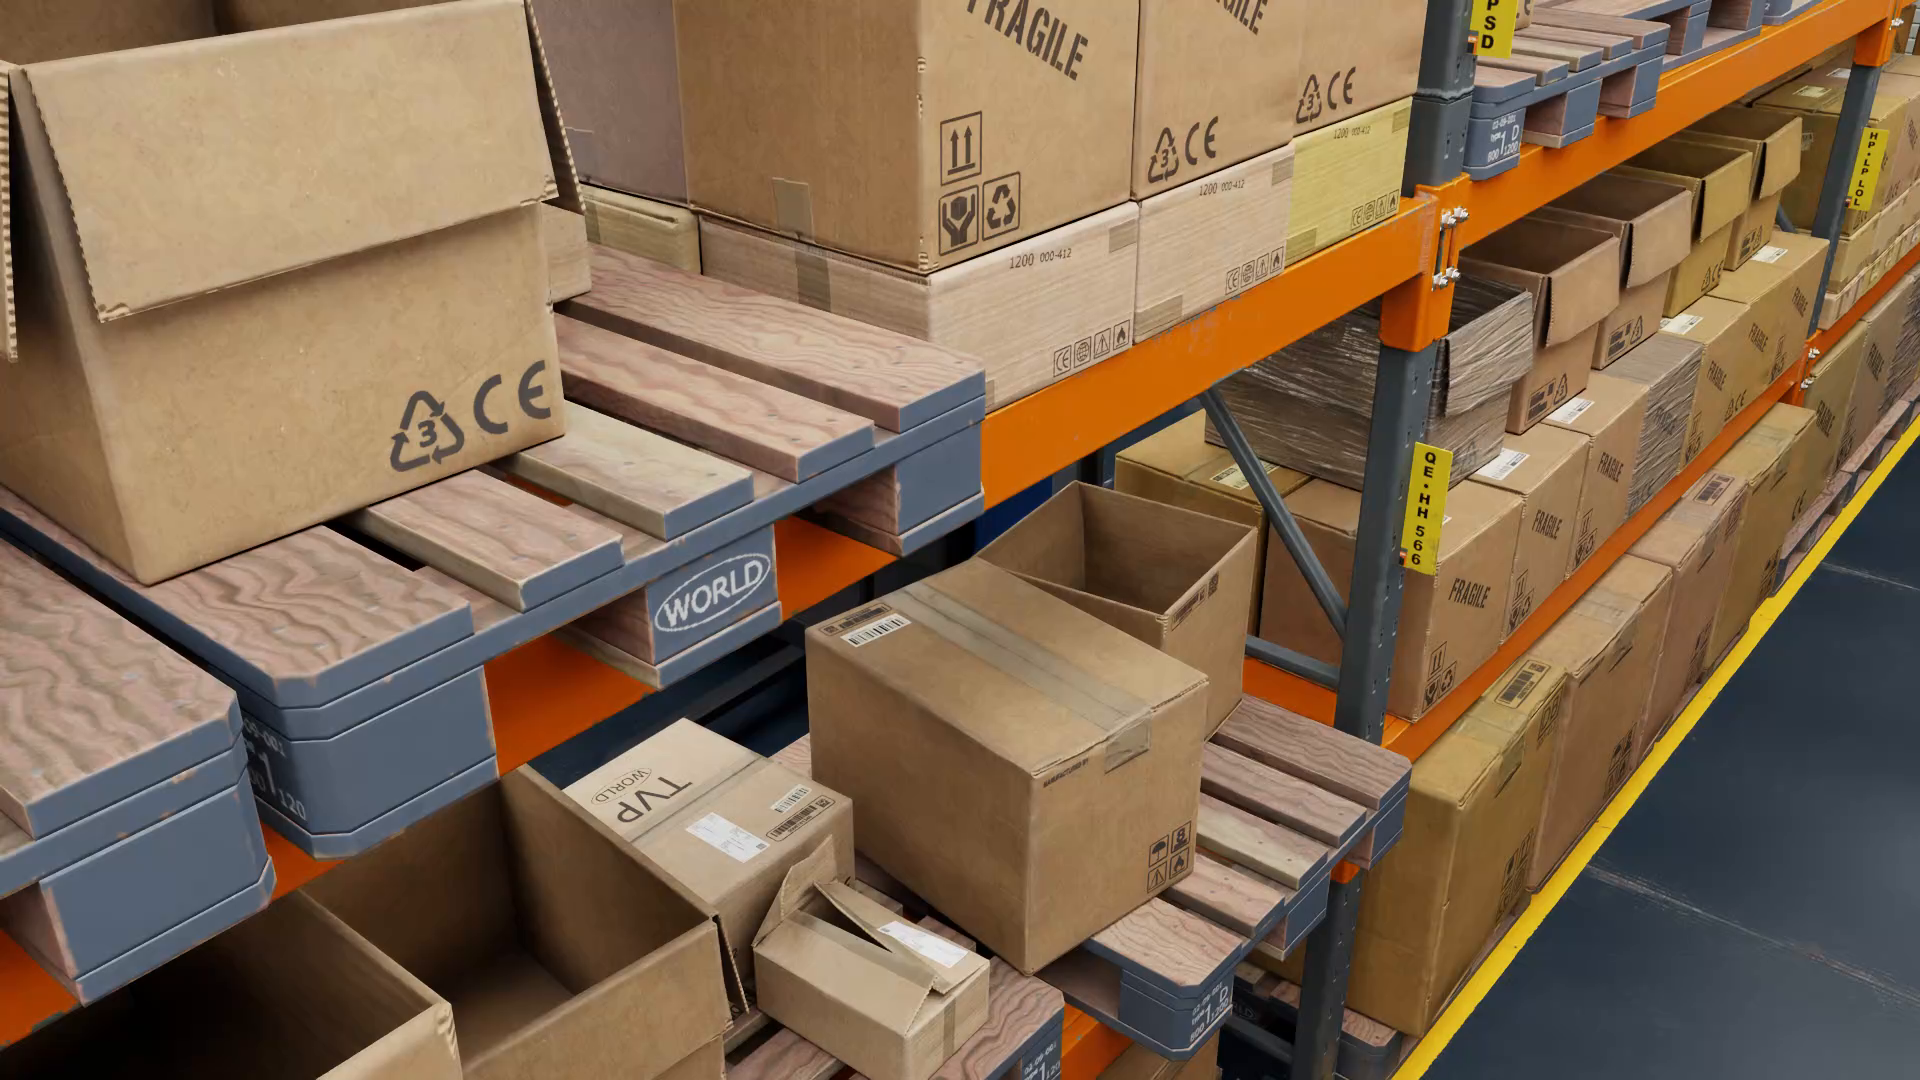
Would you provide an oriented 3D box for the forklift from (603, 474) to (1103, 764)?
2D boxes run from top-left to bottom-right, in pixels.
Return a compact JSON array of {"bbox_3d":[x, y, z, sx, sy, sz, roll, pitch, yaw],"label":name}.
[{"bbox_3d":[-0.609,-0.907,6.813,1.130,2.935,3.031,20,33,33],"label":"forklift"}]

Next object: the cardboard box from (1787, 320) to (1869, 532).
[{"bbox_3d":[3.703,-0.620,8.040,0.875,0.875,0.875,21,34,34],"label":"cardboard box"}]

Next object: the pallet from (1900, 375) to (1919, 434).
[{"bbox_3d":[5.318,-1.040,10.031,1.003,0.211,1.213,21,34,34],"label":"pallet"}]

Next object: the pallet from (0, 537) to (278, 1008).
[{"bbox_3d":[-1.392,0.233,1.475,1.213,0.211,1.003,21,34,34],"label":"pallet"}]

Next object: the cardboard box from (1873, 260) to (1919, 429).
[{"bbox_3d":[4.842,-1.255,9.266,0.875,0.875,0.875,21,34,34],"label":"cardboard box"}]

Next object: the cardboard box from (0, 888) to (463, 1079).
[{"bbox_3d":[-1.254,0.976,1.989,1.000,1.000,1.000,21,34,35],"label":"cardboard box"}]

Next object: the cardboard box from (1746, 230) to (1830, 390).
[{"bbox_3d":[3.135,-0.965,6.743,0.500,0.500,0.500,21,34,35],"label":"cardboard box"}]

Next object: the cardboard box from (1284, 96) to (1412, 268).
[{"bbox_3d":[0.564,-0.774,3.380,0.500,0.250,0.500,21,34,35],"label":"cardboard box"}]

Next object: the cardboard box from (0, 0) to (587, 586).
[{"bbox_3d":[-0.893,-0.367,1.861,0.797,0.503,0.637,22,35,36],"label":"cardboard box"}]

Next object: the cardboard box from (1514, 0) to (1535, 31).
[{"bbox_3d":[1.010,-1.551,4.149,0.797,0.503,0.637,23,35,37],"label":"cardboard box"}]

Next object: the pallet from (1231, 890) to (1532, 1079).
[{"bbox_3d":[1.237,1.233,5.638,1.003,0.211,1.213,21,34,34],"label":"pallet"}]

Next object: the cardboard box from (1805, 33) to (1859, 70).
[{"bbox_3d":[4.609,-2.529,8.898,0.500,0.500,0.500,20,33,33],"label":"cardboard box"}]

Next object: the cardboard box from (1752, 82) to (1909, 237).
[{"bbox_3d":[3.723,-1.660,7.218,0.500,0.500,0.500,21,34,34],"label":"cardboard box"}]

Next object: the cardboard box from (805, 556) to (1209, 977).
[{"bbox_3d":[0.087,0.451,3.548,0.500,0.500,0.700,-22,35,-36],"label":"cardboard box"}]

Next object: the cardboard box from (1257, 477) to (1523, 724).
[{"bbox_3d":[1.196,0.114,4.656,0.500,0.500,0.500,22,35,36],"label":"cardboard box"}]

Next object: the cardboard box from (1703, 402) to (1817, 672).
[{"bbox_3d":[2.830,-0.177,7.183,1.225,0.875,0.875,21,34,35],"label":"cardboard box"}]

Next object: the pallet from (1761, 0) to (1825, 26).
[{"bbox_3d":[2.676,-2.075,5.939,0.805,0.209,1.217,19,33,32],"label":"pallet"}]

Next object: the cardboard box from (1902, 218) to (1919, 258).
[{"bbox_3d":[4.490,-1.522,8.202,0.380,0.149,0.250,21,34,35],"label":"cardboard box"}]

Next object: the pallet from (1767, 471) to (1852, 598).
[{"bbox_3d":[3.766,-0.175,8.358,1.003,0.211,1.213,21,34,34],"label":"pallet"}]

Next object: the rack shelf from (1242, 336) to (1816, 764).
[{"bbox_3d":[1.949,-0.138,6.035,1.077,0.370,4.000,21,34,34],"label":"rack shelf"}]

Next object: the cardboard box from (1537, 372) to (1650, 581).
[{"bbox_3d":[1.846,-0.252,5.364,0.500,0.500,0.500,20,33,34],"label":"cardboard box"}]

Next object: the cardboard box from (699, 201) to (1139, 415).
[{"bbox_3d":[-0.063,-0.417,2.690,0.500,0.250,0.500,22,34,36],"label":"cardboard box"}]

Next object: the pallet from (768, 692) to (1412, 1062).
[{"bbox_3d":[0.306,0.620,3.995,1.213,0.211,1.003,21,34,34],"label":"pallet"}]

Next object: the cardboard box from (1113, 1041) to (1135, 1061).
[{"bbox_3d":[0.274,1.080,4.324,0.500,0.250,0.500,22,35,36],"label":"cardboard box"}]

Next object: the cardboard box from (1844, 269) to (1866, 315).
[{"bbox_3d":[3.833,-1.156,7.493,0.380,0.149,0.250,19,33,33],"label":"cardboard box"}]

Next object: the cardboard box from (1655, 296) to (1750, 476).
[{"bbox_3d":[2.488,-0.605,6.046,0.500,0.500,0.500,20,34,34],"label":"cardboard box"}]

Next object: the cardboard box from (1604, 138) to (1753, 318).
[{"bbox_3d":[2.376,-1.188,6.081,0.797,0.503,0.637,21,34,35],"label":"cardboard box"}]

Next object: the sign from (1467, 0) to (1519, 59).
[{"bbox_3d":[1.095,-1.151,3.383,0.100,0.325,0.005,21,34,34],"label":"sign"}]

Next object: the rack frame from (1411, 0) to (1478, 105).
[{"bbox_3d":[0.677,-2.413,3.121,1.000,3.000,0.127,21,34,34],"label":"rack frame"}]

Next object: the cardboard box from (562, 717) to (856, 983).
[{"bbox_3d":[-0.566,0.659,3.419,0.500,0.250,0.500,20,33,33],"label":"cardboard box"}]

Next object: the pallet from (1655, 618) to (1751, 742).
[{"bbox_3d":[2.789,0.367,7.310,1.003,0.211,1.213,21,34,34],"label":"pallet"}]

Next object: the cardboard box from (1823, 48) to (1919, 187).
[{"bbox_3d":[4.370,-2.019,7.911,0.500,0.500,0.500,20,33,33],"label":"cardboard box"}]

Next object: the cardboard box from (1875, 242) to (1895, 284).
[{"bbox_3d":[4.166,-1.343,7.855,0.380,0.149,0.250,20,33,33],"label":"cardboard box"}]

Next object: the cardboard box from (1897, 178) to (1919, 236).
[{"bbox_3d":[4.368,-1.682,8.077,0.500,0.250,0.500,22,34,36],"label":"cardboard box"}]

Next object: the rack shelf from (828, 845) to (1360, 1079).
[{"bbox_3d":[-0.595,1.280,3.294,1.077,0.370,4.000,21,34,34],"label":"rack shelf"}]

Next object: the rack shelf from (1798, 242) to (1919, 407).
[{"bbox_3d":[4.494,-1.556,8.777,1.077,0.370,4.000,21,34,34],"label":"rack shelf"}]

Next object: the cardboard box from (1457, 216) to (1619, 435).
[{"bbox_3d":[1.571,-0.723,5.183,0.797,0.503,0.637,22,34,36],"label":"cardboard box"}]

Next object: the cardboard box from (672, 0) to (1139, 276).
[{"bbox_3d":[-0.078,-0.749,2.516,0.500,0.500,0.500,21,34,35],"label":"cardboard box"}]

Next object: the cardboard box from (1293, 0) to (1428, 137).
[{"bbox_3d":[0.567,-1.105,3.204,0.500,0.500,0.500,22,34,36],"label":"cardboard box"}]

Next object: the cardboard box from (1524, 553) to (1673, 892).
[{"bbox_3d":[1.705,0.456,5.959,1.225,0.875,0.875,21,34,35],"label":"cardboard box"}]

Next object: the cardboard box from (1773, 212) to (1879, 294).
[{"bbox_3d":[3.722,-1.322,7.381,0.500,0.250,0.500,20,33,34],"label":"cardboard box"}]

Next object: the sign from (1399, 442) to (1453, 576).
[{"bbox_3d":[1.102,-0.072,3.951,0.100,0.325,0.005,21,34,34],"label":"sign"}]

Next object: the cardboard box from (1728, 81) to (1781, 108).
[{"bbox_3d":[3.308,-1.806,7.501,0.500,0.500,0.500,22,35,36],"label":"cardboard box"}]
